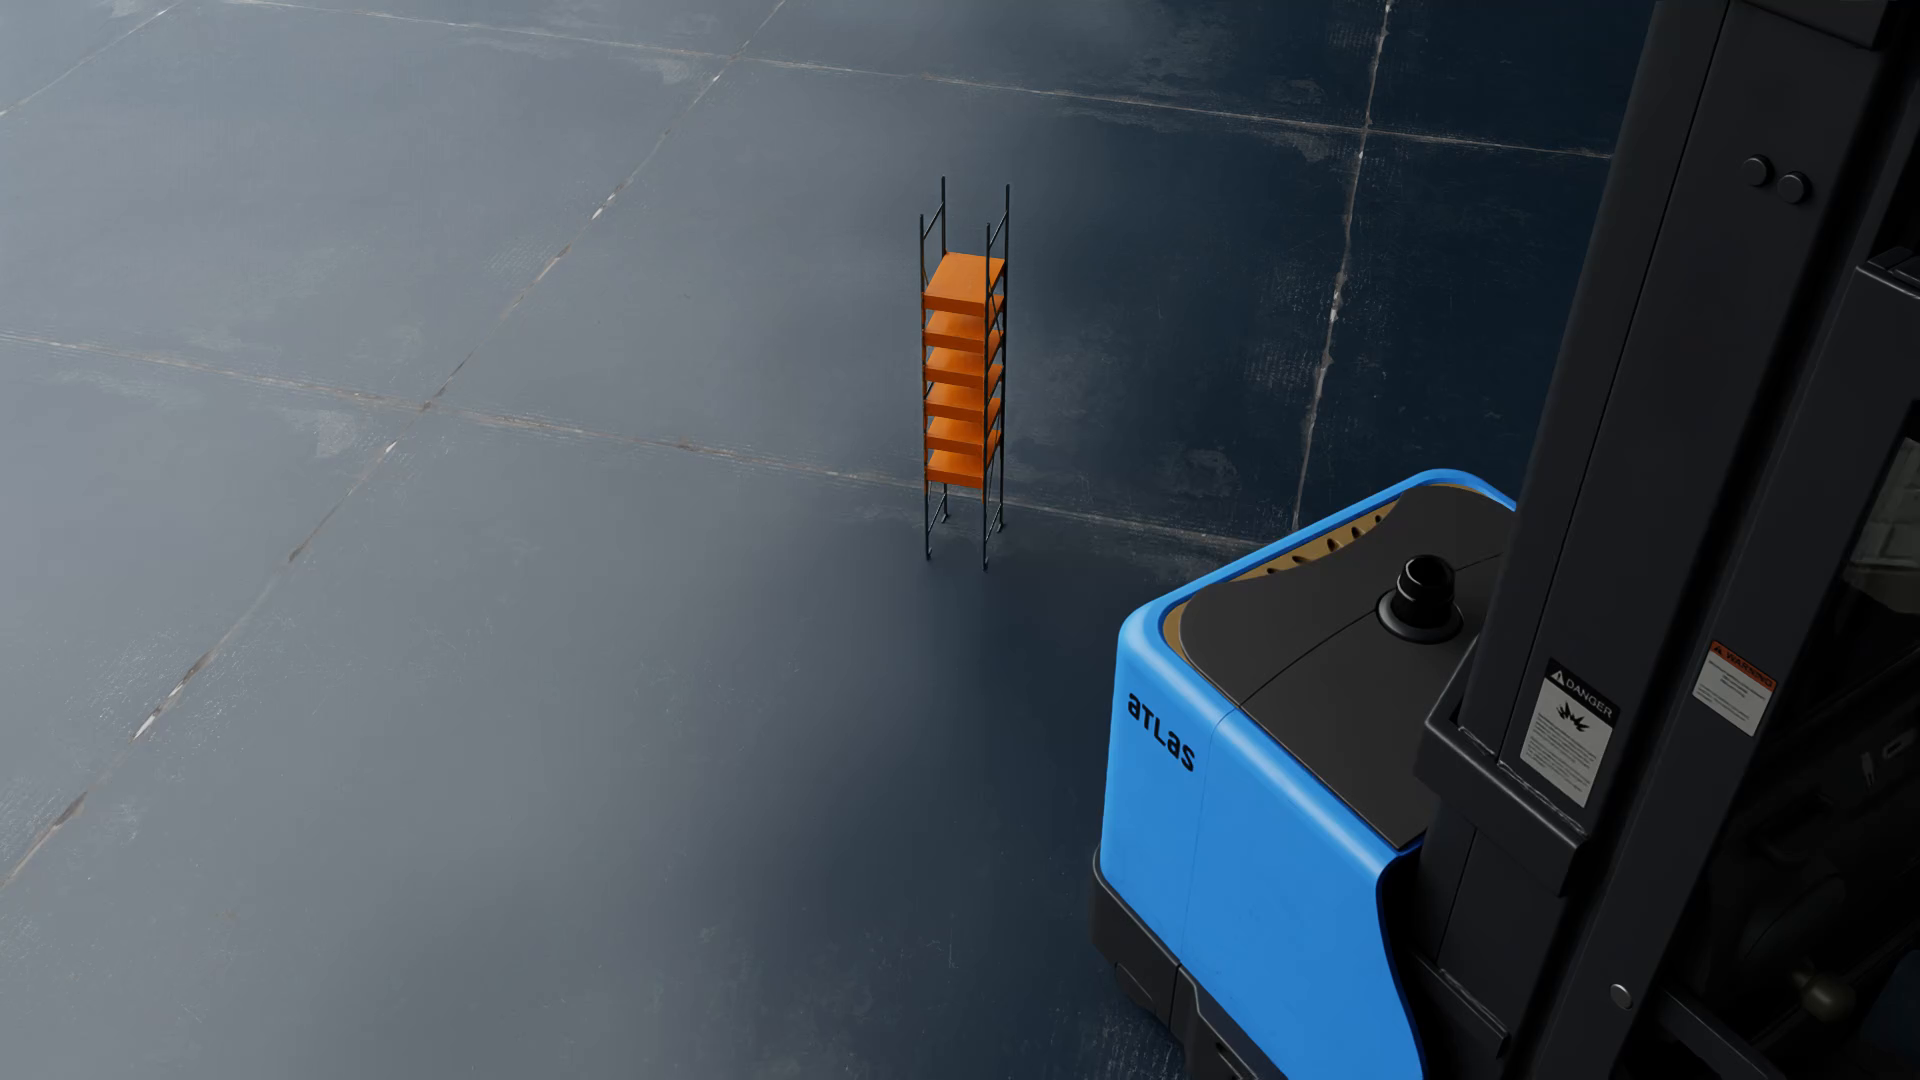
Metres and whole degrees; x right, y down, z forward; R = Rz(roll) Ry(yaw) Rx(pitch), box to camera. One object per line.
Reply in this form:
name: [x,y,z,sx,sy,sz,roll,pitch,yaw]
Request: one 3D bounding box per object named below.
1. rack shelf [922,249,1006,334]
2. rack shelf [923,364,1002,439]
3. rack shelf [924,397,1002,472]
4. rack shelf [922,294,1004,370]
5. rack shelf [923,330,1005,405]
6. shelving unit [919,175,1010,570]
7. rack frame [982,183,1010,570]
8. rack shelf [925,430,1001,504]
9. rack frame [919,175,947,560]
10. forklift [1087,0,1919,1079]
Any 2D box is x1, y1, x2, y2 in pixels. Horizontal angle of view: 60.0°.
rack shelf: [0.014,-0.699,4.658,0.180,0.103,0.258,10,41,11]
rack shelf: [0.014,-0.423,4.890,0.180,0.103,0.258,10,41,11]
rack shelf: [0.014,-0.331,4.967,0.180,0.103,0.258,10,41,11]
rack shelf: [0.014,-0.607,4.735,0.180,0.103,0.258,10,41,11]
rack shelf: [0.014,-0.515,4.813,0.180,0.103,0.258,10,41,11]
shelving unit: [0.014,-0.457,4.861,0.189,1.200,0.258,10,41,11]
rack frame: [0.102,-0.442,4.843,0.006,1.200,0.240,10,41,11]
rack shelf: [0.014,-0.239,5.044,0.180,0.103,0.258,10,41,11]
rack frame: [-0.074,-0.472,4.879,0.006,1.200,0.240,10,41,11]
forklift: [1.546,0.473,2.408,1.130,2.935,3.031,-23,45,-25]
